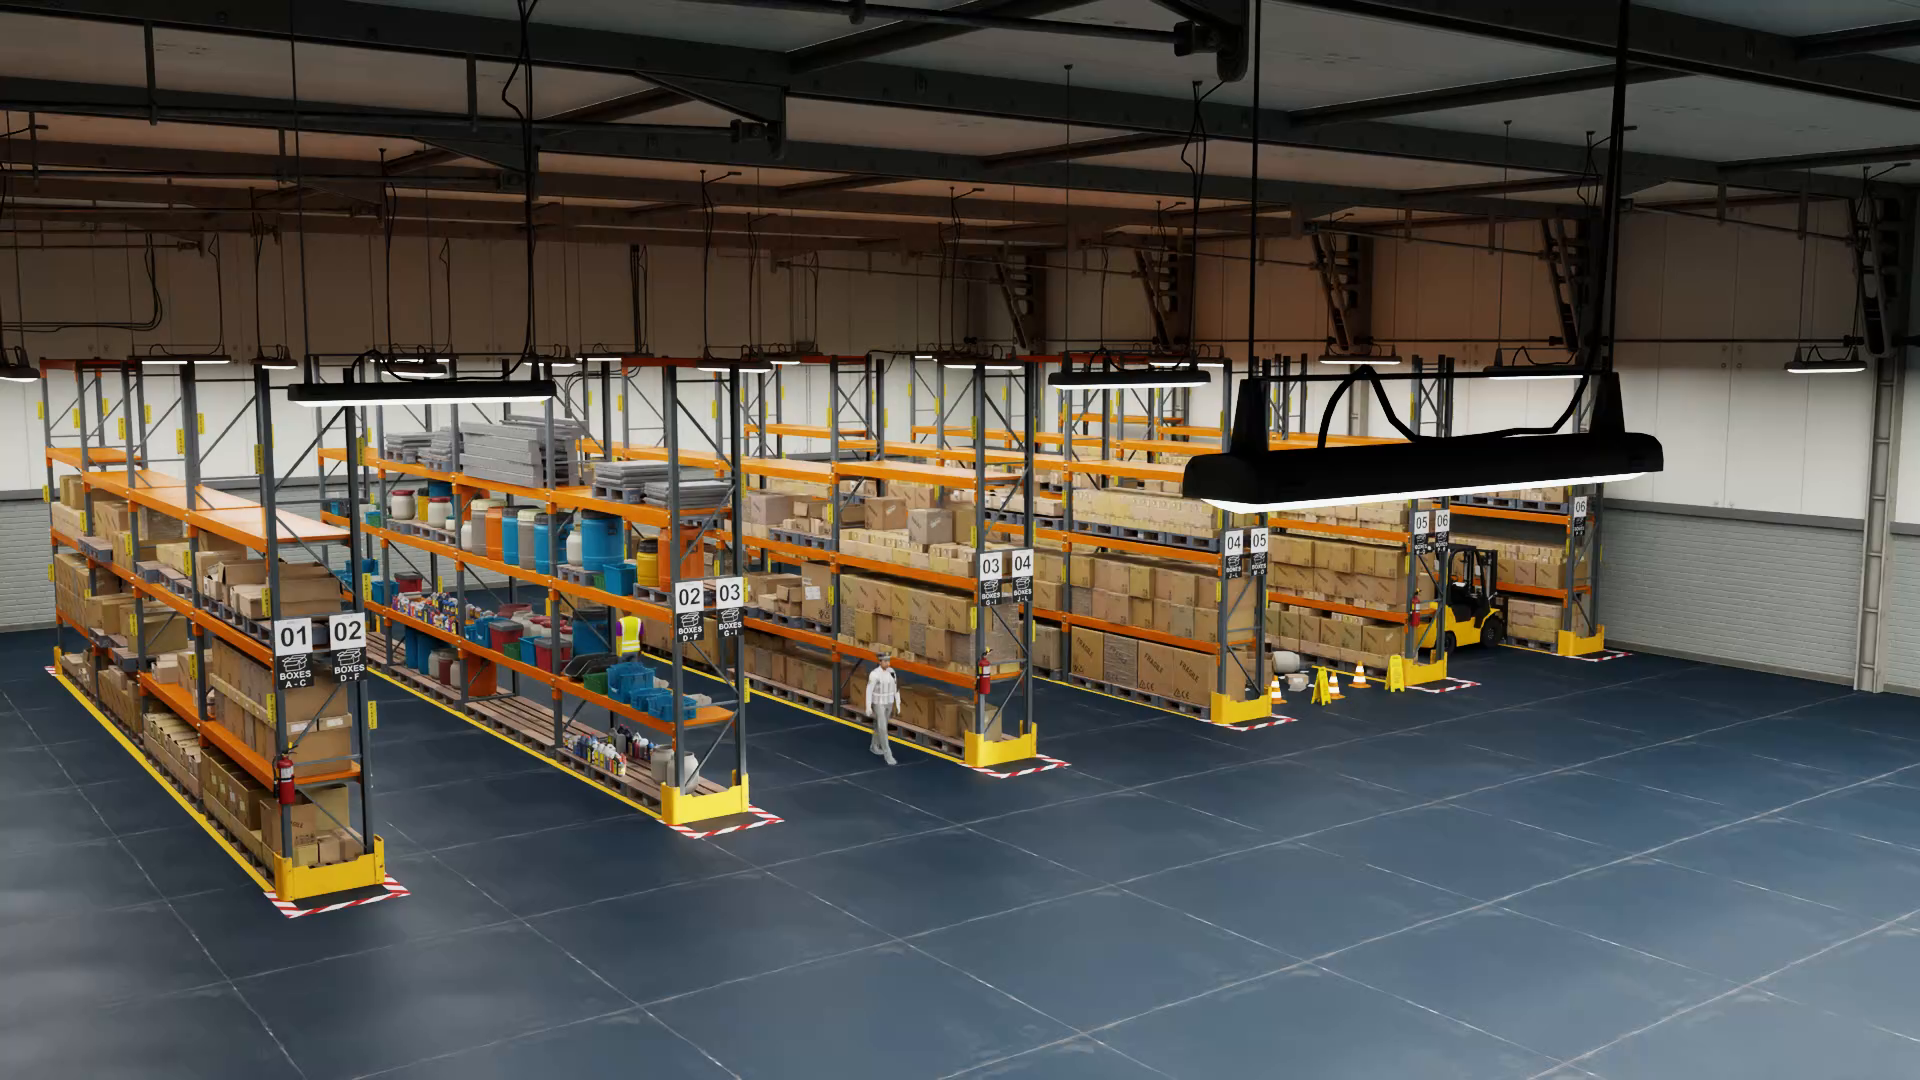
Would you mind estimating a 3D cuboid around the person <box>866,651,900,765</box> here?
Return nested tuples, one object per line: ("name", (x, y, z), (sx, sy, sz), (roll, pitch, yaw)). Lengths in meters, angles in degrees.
("person", (-1.124, 2.486, 25.126), (0.513, 1.637, 0.880), (-6, 9, -43))

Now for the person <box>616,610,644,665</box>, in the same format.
("person", (-5.828, 1.950, 29.171), (0.588, 1.770, 0.439), (-5, 8, -34))

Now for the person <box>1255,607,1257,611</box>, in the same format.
("person", (6.443, 1.096, 36.338), (0.614, 1.775, 0.611), (-5, 8, -36))
